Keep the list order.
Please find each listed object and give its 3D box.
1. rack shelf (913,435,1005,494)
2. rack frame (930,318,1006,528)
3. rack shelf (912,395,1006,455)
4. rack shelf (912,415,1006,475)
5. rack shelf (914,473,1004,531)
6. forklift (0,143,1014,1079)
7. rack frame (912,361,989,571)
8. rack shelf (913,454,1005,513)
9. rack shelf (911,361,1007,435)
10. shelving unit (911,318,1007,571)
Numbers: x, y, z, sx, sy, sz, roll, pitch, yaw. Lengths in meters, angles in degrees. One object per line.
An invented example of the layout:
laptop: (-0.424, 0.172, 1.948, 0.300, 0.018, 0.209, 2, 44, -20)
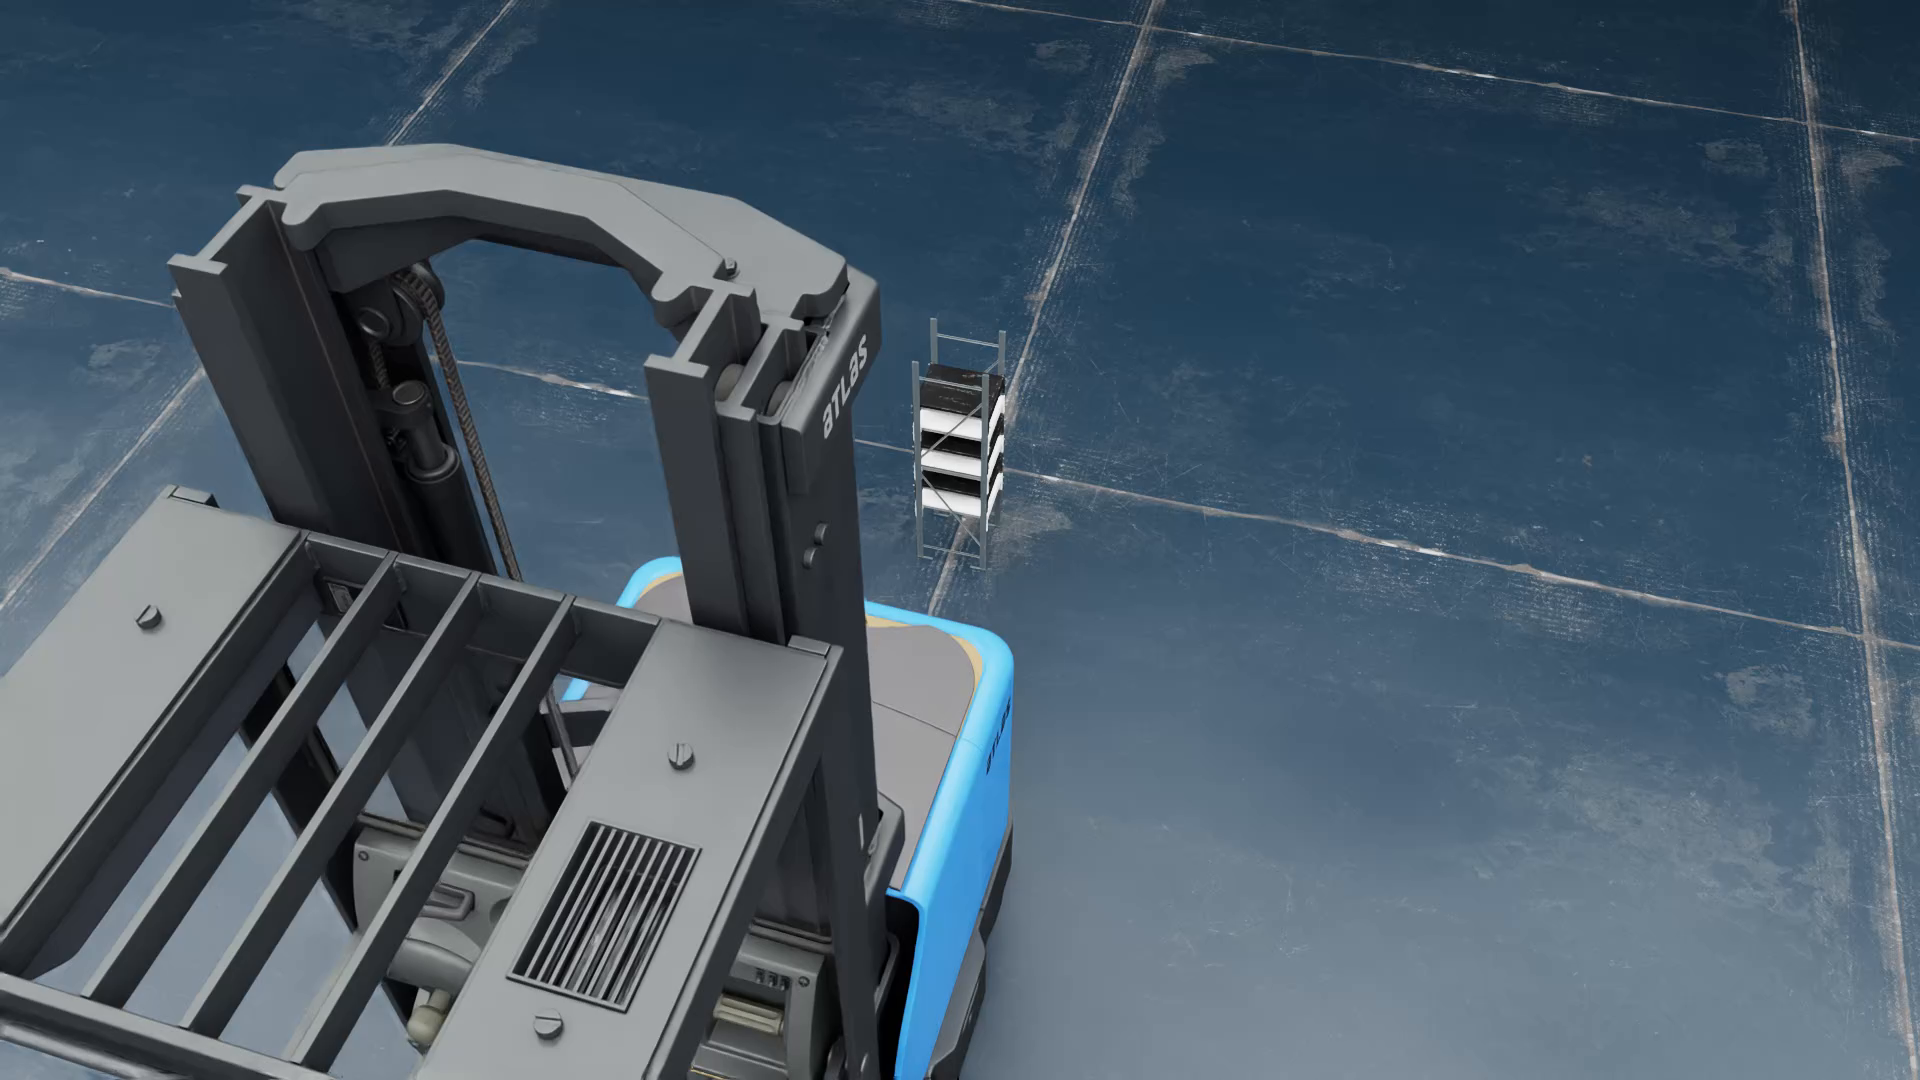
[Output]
rack shelf: (-0.002, -0.270, 5.432, 0.258, 0.077, 0.200, 12, 50, 10)
rack frame: (0.025, -0.365, 5.472, 0.240, 0.900, 0.006, 12, 50, 10)
rack shelf: (-0.002, -0.389, 5.297, 0.258, 0.077, 0.200, 12, 50, 10)
rack shelf: (-0.002, -0.329, 5.365, 0.258, 0.077, 0.200, 12, 50, 10)
rack shelf: (-0.002, -0.151, 5.567, 0.258, 0.077, 0.200, 12, 50, 10)
forklift: (-0.766, 0.930, 2.974, 1.130, 2.935, 3.031, 13, 50, 11)
rack frame: (-0.029, -0.218, 5.343, 0.240, 0.900, 0.006, 12, 50, 10)
rack shelf: (-0.002, -0.210, 5.500, 0.258, 0.077, 0.200, 12, 50, 10)
rack shelf: (-0.002, -0.449, 5.230, 0.258, 0.077, 0.200, 12, 50, 10)
shelving unit: (-0.002, -0.292, 5.407, 0.258, 0.900, 0.210, 12, 50, 10)
